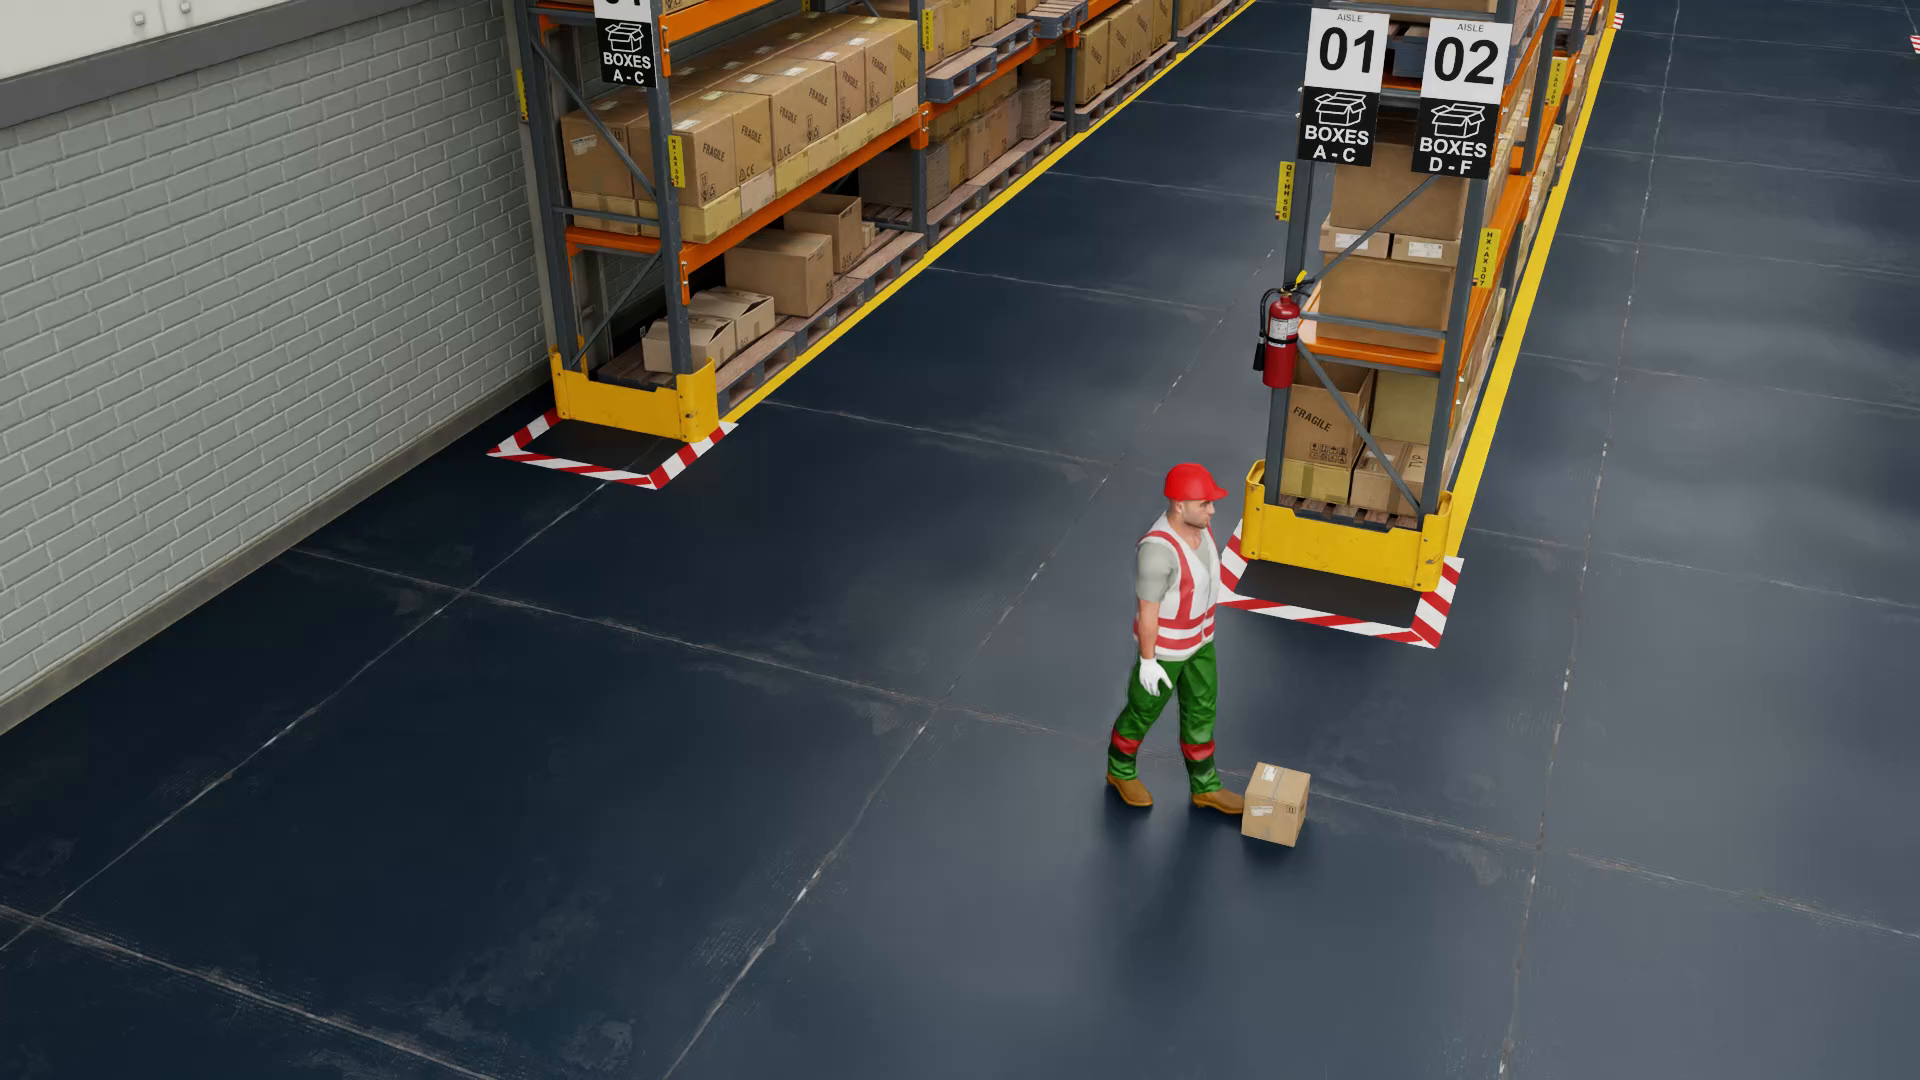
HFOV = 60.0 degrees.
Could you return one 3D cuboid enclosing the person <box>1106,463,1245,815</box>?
[{"bbox_3d":[1.022,0.477,7.514,0.686,1.787,0.555,22,36,33],"label":"person"}]
